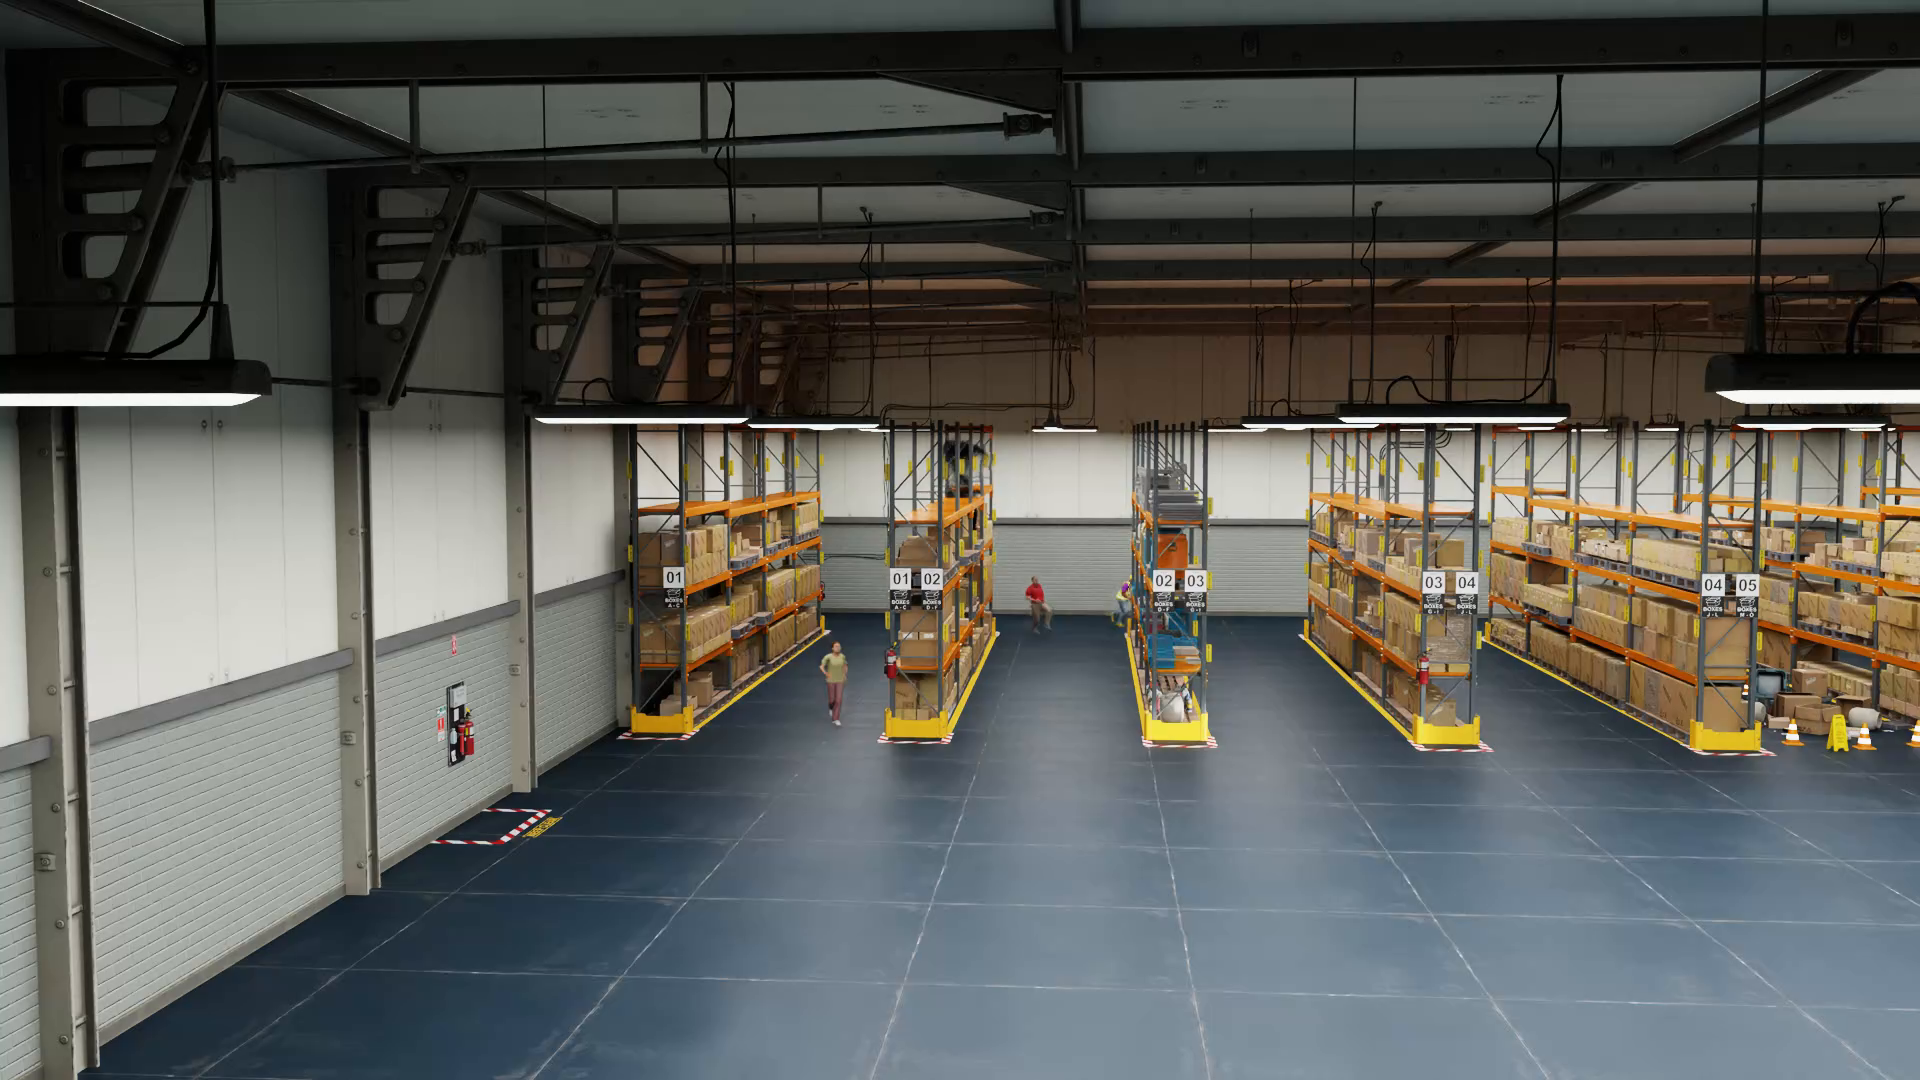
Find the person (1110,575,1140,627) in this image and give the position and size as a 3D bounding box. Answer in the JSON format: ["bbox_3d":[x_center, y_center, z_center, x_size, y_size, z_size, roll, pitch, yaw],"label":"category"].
[{"bbox_3d":[4.927,1.799,49.736,0.923,1.575,0.724,2,4,24],"label":"person"}]

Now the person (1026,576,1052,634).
[{"bbox_3d":[2.191,1.865,47.085,0.695,1.666,0.890,-2,4,-29],"label":"person"}]

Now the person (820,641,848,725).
[{"bbox_3d":[-2.490,2.822,33.023,0.576,1.652,0.666,-1,4,-20],"label":"person"}]
